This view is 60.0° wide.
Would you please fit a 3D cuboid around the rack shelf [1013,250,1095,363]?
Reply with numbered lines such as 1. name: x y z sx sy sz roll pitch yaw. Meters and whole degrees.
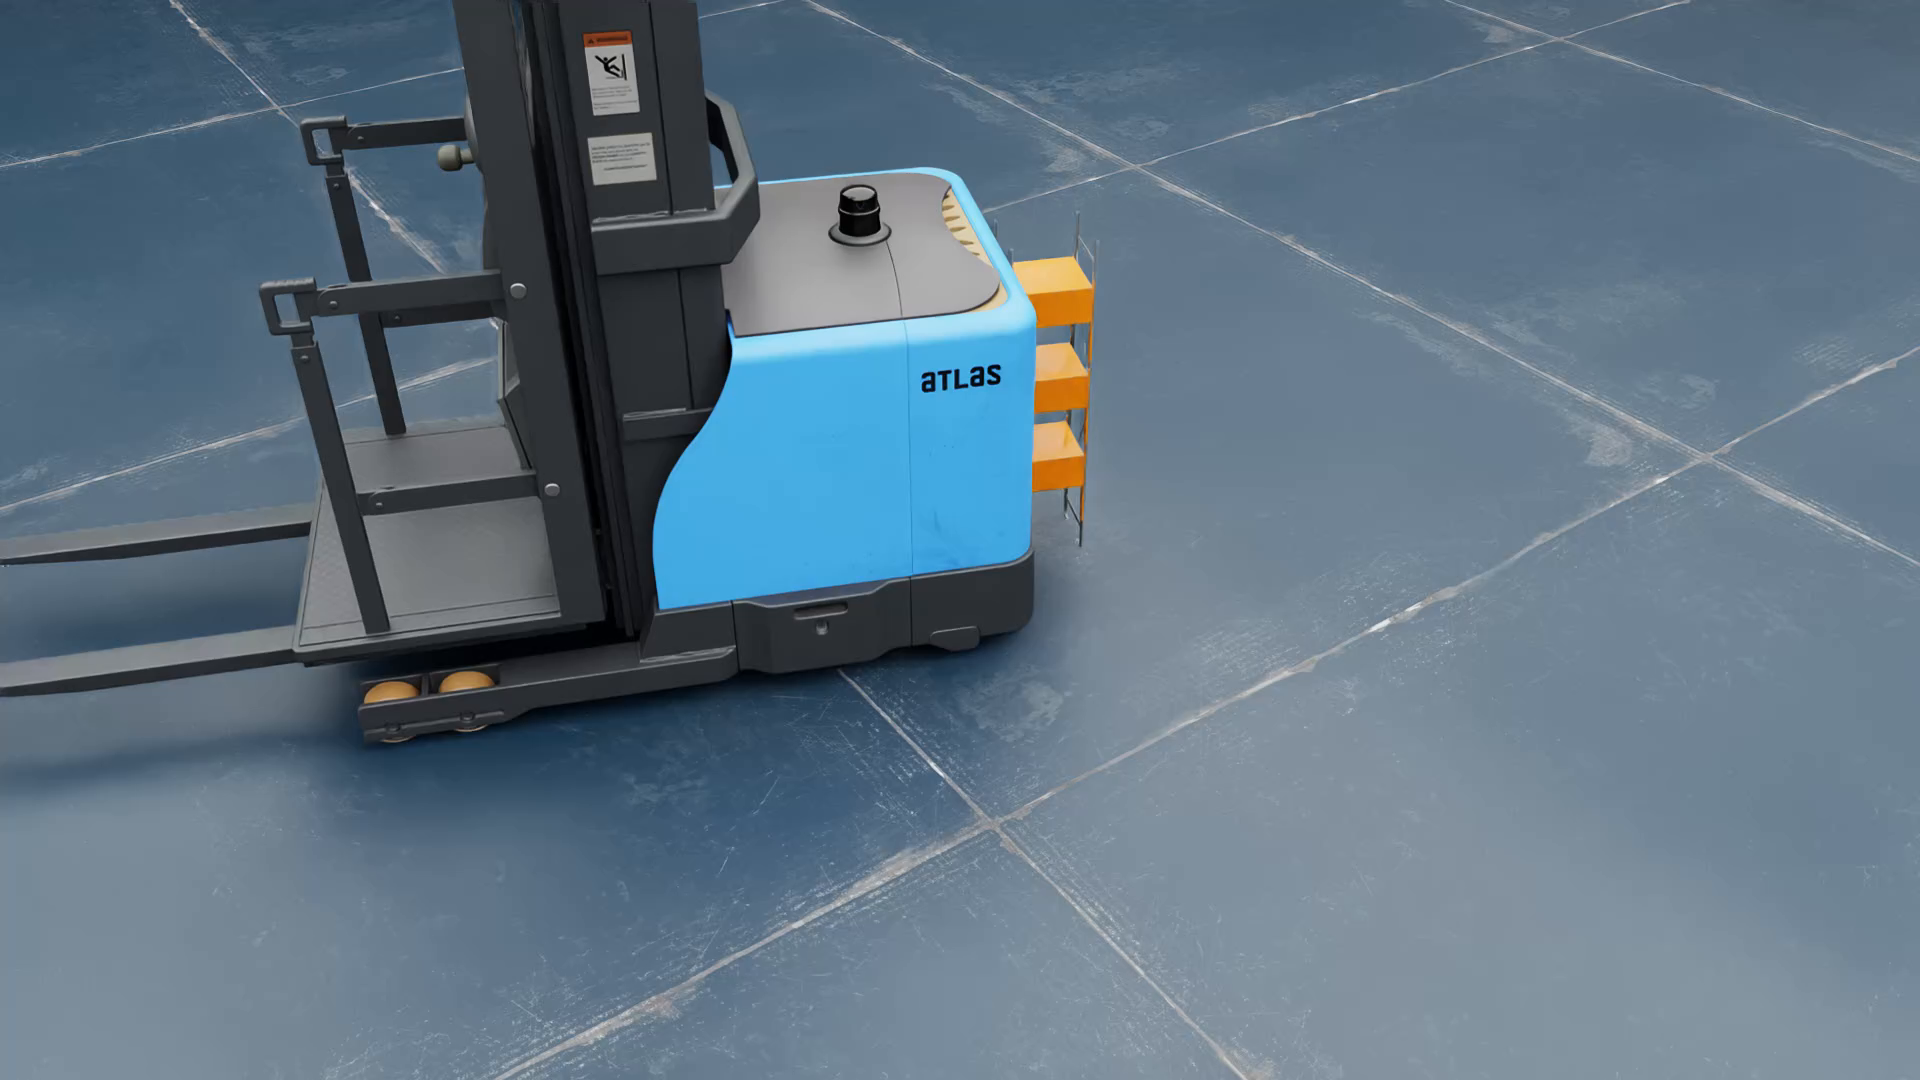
1. rack shelf: 0.240 -0.663 4.805 0.240 0.259 0.215 -8 36 -10

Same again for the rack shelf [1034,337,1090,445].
1. rack shelf: 0.240 -0.433 4.971 0.240 0.259 0.215 -8 36 -10

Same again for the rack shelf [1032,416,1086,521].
1. rack shelf: 0.240 -0.207 5.133 0.240 0.259 0.215 -8 36 -10

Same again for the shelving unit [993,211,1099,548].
1. shelving unit: 0.240 -0.441 4.964 0.252 1.050 0.215 -8 36 -10

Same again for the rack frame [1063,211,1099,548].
1. rack frame: 0.359 -0.457 4.986 0.008 1.050 0.200 -8 36 -10

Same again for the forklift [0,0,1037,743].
1. forklift: -1.360 -0.982 4.106 3.031 2.935 1.130 -8 36 -10

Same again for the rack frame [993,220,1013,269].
1. rack frame: 0.121 -0.425 4.942 0.008 1.050 0.200 -8 36 -10
